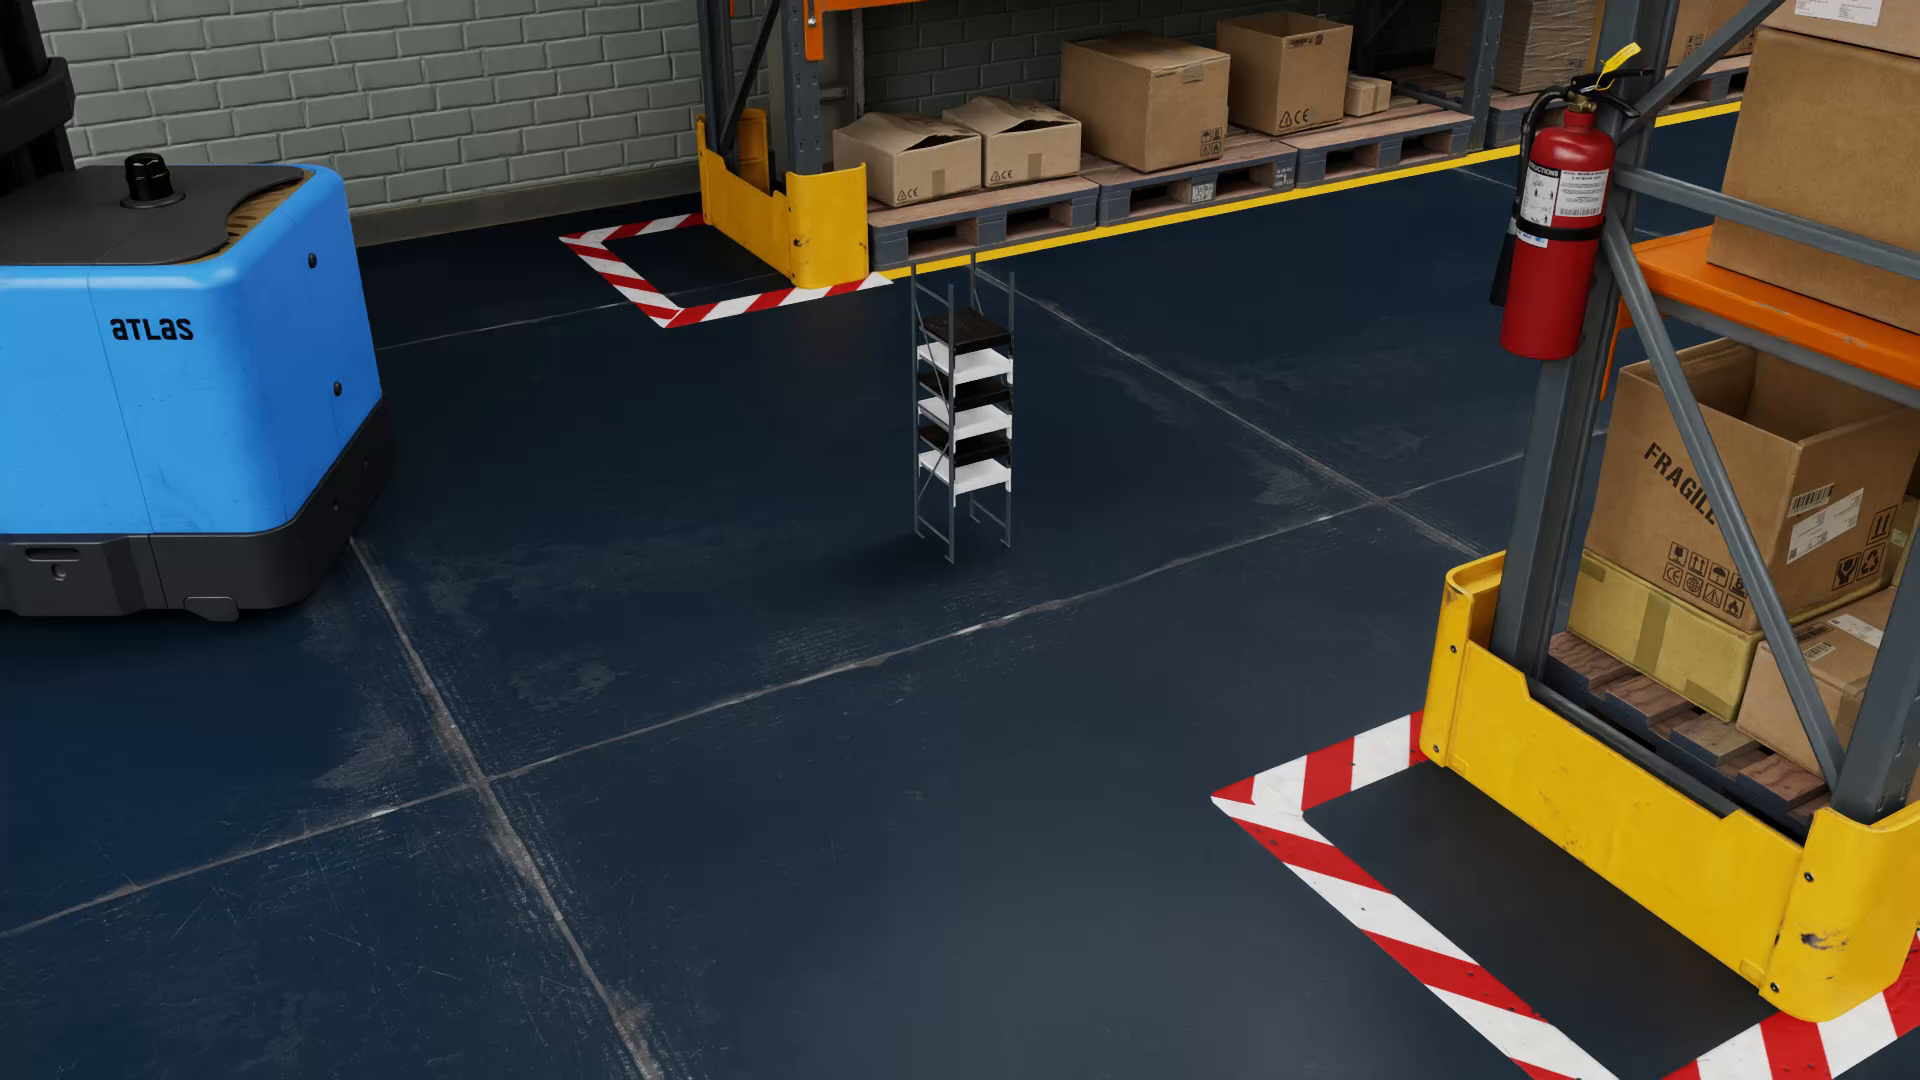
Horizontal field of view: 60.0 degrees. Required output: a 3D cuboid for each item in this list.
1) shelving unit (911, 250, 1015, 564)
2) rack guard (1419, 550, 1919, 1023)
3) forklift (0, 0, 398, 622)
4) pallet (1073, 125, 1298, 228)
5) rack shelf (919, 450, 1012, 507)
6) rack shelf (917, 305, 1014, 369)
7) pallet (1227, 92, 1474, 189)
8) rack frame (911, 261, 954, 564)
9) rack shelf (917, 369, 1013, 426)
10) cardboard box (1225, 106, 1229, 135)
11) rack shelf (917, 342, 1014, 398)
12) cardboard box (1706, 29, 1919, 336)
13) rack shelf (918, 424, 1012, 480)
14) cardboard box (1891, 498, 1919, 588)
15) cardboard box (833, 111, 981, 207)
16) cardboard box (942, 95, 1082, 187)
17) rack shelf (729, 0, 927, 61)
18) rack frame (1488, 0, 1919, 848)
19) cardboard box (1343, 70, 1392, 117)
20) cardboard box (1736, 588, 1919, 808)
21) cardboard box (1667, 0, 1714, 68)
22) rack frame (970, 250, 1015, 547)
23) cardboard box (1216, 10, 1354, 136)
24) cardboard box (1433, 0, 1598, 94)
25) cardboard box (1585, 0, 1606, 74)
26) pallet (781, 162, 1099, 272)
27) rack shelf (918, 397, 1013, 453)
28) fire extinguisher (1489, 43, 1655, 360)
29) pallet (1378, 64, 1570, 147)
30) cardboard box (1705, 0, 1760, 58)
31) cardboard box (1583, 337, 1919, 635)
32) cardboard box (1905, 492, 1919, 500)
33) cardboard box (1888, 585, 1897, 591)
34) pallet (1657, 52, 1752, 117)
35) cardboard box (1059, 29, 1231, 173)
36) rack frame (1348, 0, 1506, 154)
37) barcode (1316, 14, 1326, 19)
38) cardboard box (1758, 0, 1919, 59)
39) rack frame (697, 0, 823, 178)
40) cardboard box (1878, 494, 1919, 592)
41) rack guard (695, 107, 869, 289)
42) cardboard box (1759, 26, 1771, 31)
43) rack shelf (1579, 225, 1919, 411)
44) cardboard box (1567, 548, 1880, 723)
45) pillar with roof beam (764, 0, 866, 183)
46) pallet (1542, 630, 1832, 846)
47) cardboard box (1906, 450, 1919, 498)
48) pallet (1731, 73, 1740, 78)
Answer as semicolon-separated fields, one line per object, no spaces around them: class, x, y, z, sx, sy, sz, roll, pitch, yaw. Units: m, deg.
shelving unit;0.007;-0.396;5.036;0.210;0.900;0.258;-16;33;-26
rack guard;1.603;0.506;3.816;0.348;0.500;1.175;-16;33;-26
forklift;-3.397;-1.272;4.522;3.031;2.935;1.130;0;29;0
pallet;0.945;-1.936;8.539;1.213;0.211;1.003;-16;33;-26
rack shelf;0.007;-0.209;5.139;0.200;0.077;0.258;-16;33;-26
rack shelf;0.007;-0.603;4.922;0.200;0.077;0.258;-16;33;-26
pallet;1.998;-2.236;9.083;1.213;0.211;1.003;-16;33;-26
rack frame;-0.081;-0.371;4.991;0.006;0.900;0.240;-16;33;-26
rack shelf;0.007;-0.446;5.009;0.200;0.077;0.258;-16;33;-26
cardboard box;1.170;-2.197;8.622;0.250;0.149;0.380;-19;34;-30
rack shelf;0.007;-0.524;4.965;0.200;0.077;0.258;-16;33;-26
cardboard box;2.033;-0.747;3.396;0.500;0.500;0.700;-16;33;-26
rack shelf;0.007;-0.288;5.096;0.200;0.077;0.258;-16;33;-26
cardboard box;2.629;-0.064;3.897;0.500;0.500;0.500;-16;33;-26
cardboard box;-0.247;-1.804;7.742;0.500;0.311;0.500;-20;35;-32
cardboard box;0.244;-1.944;7.995;0.500;0.311;0.500;-13;31;-22
rack shelf;0.835;-2.832;8.021;4.000;0.370;1.077;-16;33;-26
rack frame;1.624;-0.594;3.222;0.127;3.000;1.000;-16;33;-26
cardboard box;2.113;-2.445;9.053;0.250;0.166;0.380;-21;35;-33
cardboard box;2.199;0.387;3.855;0.500;0.250;0.500;-16;33;-26
cardboard box;4.066;-3.177;10.034;0.500;0.500;0.700;-15;32;-26
rack frame;0.095;-0.421;5.081;0.006;0.900;0.240;-16;33;-26
cardboard box;1.685;-2.464;8.741;0.500;0.500;0.500;-19;34;-30
cardboard box;3.186;-2.921;9.571;0.500;0.500;0.700;-15;32;-25
cardboard box;3.606;-3.069;9.838;0.500;0.500;0.700;-17;33;-27
pallet;-0.105;-1.639;8.001;1.213;0.211;1.003;-16;33;-26
rack shelf;0.007;-0.367;5.052;0.200;0.077;0.258;-16;33;-26
fire extinguisher;1.286;-0.725;3.539;0.183;0.674;0.296;-16;33;-26
pallet;3.230;-2.606;9.754;1.213;0.211;1.003;-16;33;-26
cardboard box;4.497;-3.304;10.265;0.500;0.500;0.700;-16;33;-27
cardboard box;1.935;-0.158;4.067;0.500;0.500;0.500;-16;33;-26
cardboard box;2.791;-0.079;4.700;0.500;0.250;0.500;-16;33;-26
cardboard box;2.628;0.263;4.080;0.500;0.250;0.500;-16;33;-26
pallet;4.283;-2.907;10.299;1.213;0.211;1.003;-16;33;-26
cardboard box;0.902;-2.185;8.237;0.500;0.500;0.700;-18;34;-29
rack frame;2.559;-3.636;8.734;0.127;3.000;1.000;-16;33;-26
barcode;1.972;-2.842;9.096;0.075;0.075;0.001;-16;33;-26
cardboard box;1.856;-1.095;3.355;0.250;0.149;0.380;-16;33;-27
rack frame;-0.889;-2.657;6.960;0.127;3.000;1.000;-16;33;-26
cardboard box;2.361;0.044;4.477;0.500;0.250;0.500;-16;33;-26
rack guard;-0.824;-1.581;7.598;0.348;0.500;1.175;-16;33;-26
cardboard box;4.911;-3.438;10.507;0.500;0.500;0.700;-16;33;-26
rack shelf;3.348;-0.769;4.283;4.000;0.370;1.077;-16;33;-26
cardboard box;1.936;0.171;4.246;0.500;0.250;0.500;-16;33;-26
pillar with roof beam;1.457;-4.022;3.224;0.400;9.000;9.100;-16;33;-26
pallet;2.262;0.422;4.267;1.213;0.211;1.003;-16;33;-26
cardboard box;2.790;-0.409;4.521;0.500;0.500;0.500;-16;33;-26
pallet;5.334;-3.204;10.837;1.213;0.211;1.003;-16;33;-26
